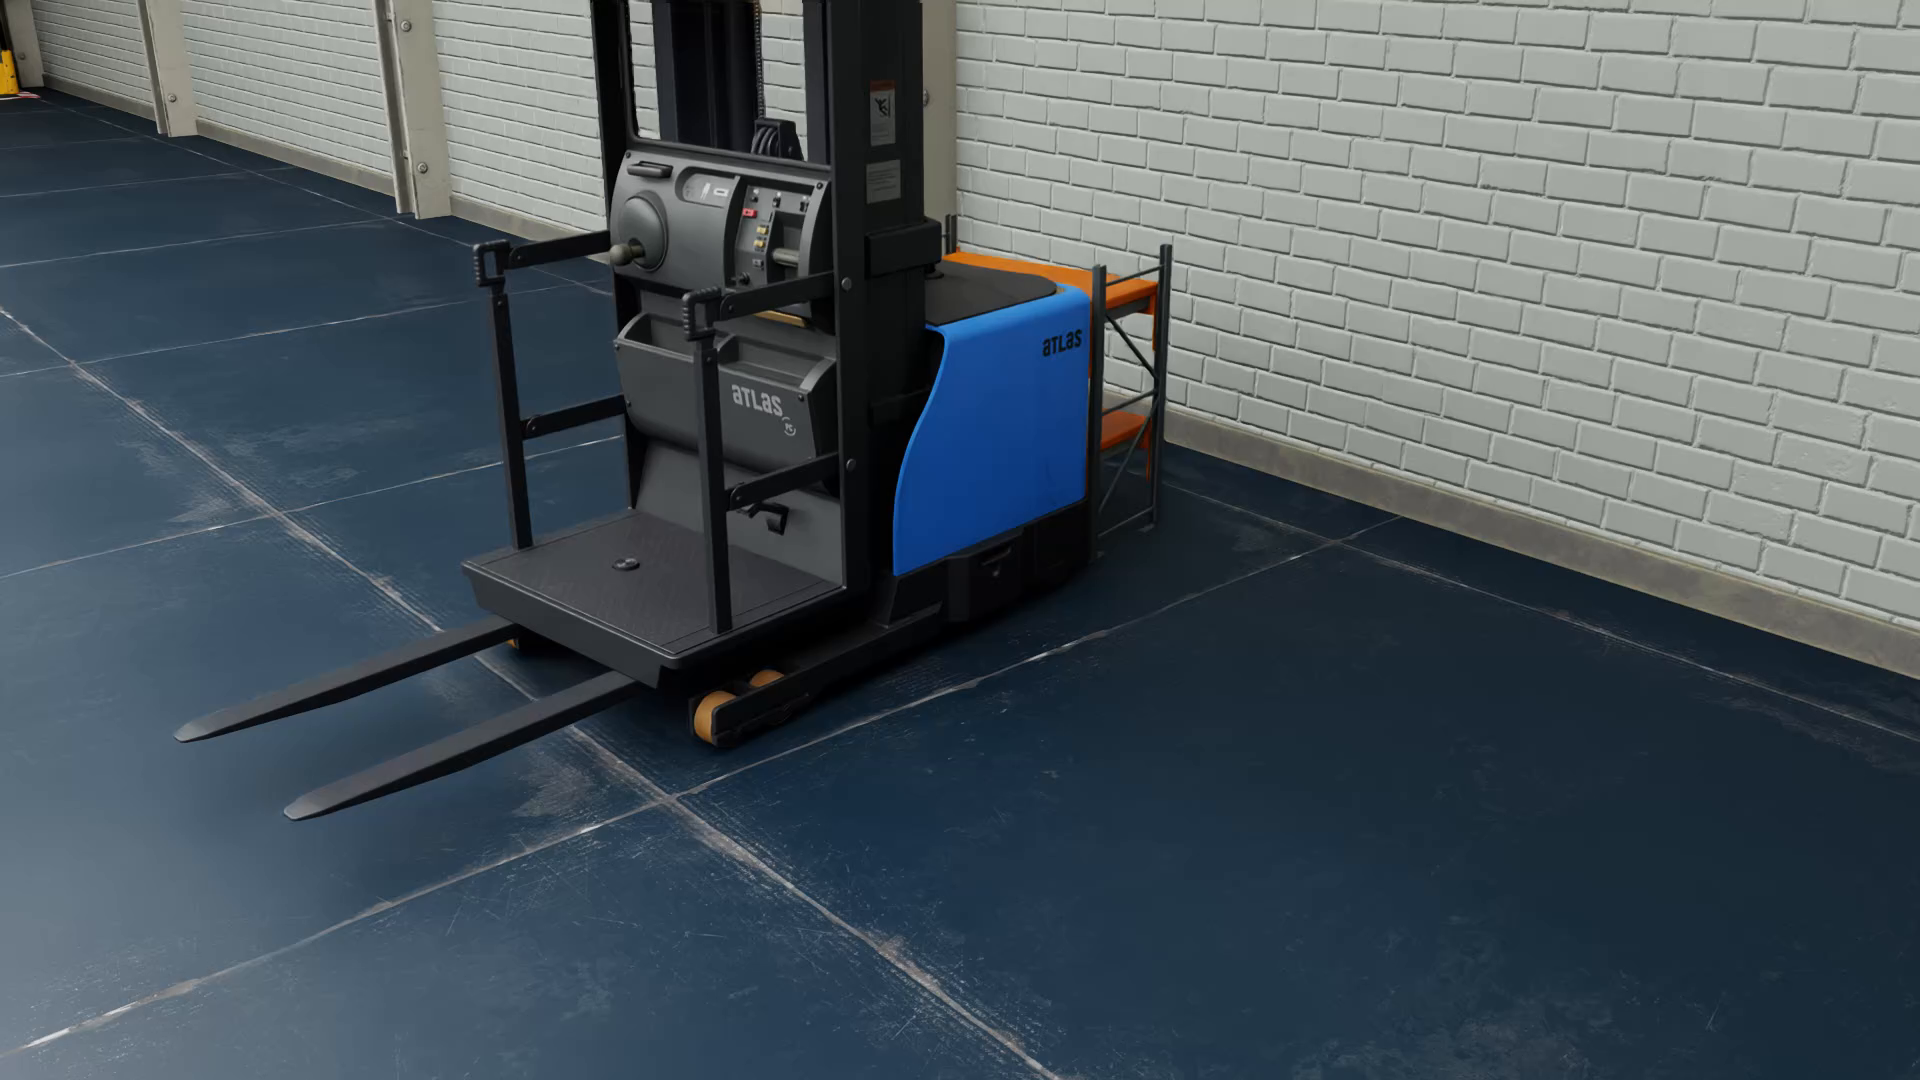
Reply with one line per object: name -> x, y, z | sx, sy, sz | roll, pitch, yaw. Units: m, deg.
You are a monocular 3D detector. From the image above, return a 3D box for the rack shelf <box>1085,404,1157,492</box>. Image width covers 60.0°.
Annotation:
rack shelf -> 0.229, -0.398, 6.629 | 1.000, 0.278, 0.538 | 16, 26, 34

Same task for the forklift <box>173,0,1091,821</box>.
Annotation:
forklift -> -0.886, -0.958, 4.912 | 1.130, 2.935, 3.031 | 18, 28, 38

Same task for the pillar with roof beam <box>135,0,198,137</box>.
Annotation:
pillar with roof beam -> -11.352, -7.378, 12.982 | 9.100, 9.000, 0.400 | -17, 27, -37

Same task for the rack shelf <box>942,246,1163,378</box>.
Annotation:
rack shelf -> 0.229, -0.898, 6.433 | 1.000, 0.278, 0.538 | 16, 26, 34

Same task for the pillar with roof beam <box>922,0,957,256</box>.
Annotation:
pillar with roof beam -> -3.519, -4.062, 4.517 | 9.100, 9.000, 0.400 | -17, 27, -37

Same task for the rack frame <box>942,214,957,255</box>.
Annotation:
rack frame -> -0.176, -0.738, 6.827 | 0.032, 1.125, 0.500 | 16, 26, 34

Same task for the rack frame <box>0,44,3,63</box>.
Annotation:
rack frame -> -12.236, -6.860, 19.886 | 1.000, 3.000, 0.127 | -17, 27, -37

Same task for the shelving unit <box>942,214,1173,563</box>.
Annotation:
shelving unit -> 0.229, -0.626, 6.540 | 1.048, 1.125, 0.538 | 16, 26, 34

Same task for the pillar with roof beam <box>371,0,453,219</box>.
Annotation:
pillar with roof beam -> -7.436, -5.720, 8.749 | 9.100, 9.000, 0.400 | -17, 27, -37

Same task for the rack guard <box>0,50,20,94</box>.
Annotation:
rack guard -> -12.220, -5.689, 20.325 | 1.175, 0.500, 0.348 | -17, 27, -37

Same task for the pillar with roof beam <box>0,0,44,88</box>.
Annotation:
pillar with roof beam -> -15.269, -9.036, 17.214 | 9.100, 9.000, 0.400 | -17, 27, -37

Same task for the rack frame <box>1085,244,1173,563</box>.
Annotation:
rack frame -> 0.633, -0.513, 6.253 | 0.032, 1.125, 0.500 | 16, 26, 34
